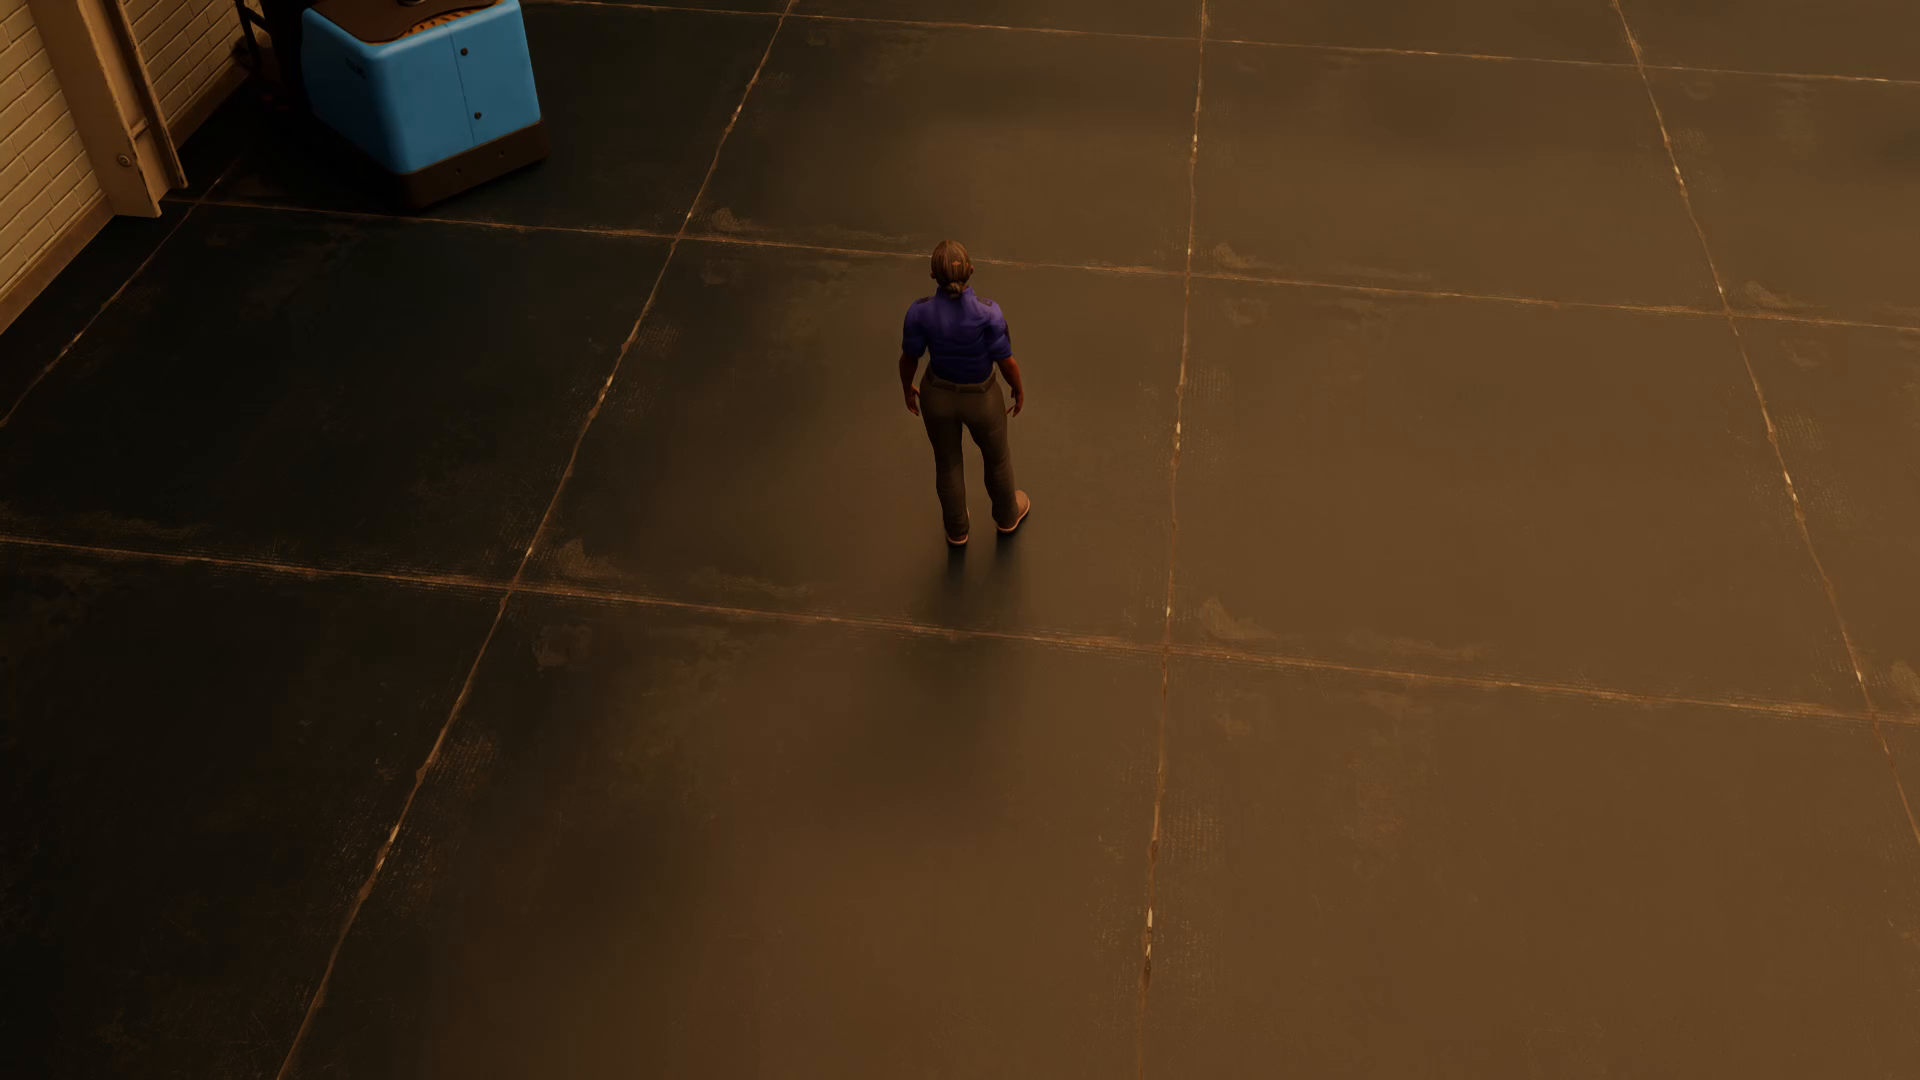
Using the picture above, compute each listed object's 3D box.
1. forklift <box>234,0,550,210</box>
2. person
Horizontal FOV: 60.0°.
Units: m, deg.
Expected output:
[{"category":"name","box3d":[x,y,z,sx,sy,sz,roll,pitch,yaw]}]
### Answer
[{"category":"forklift","box3d":[-3.954,-3.952,10.026,1.130,2.935,3.031,-33,52,-31]},{"category":"person","box3d":[0.032,-0.672,7.388,0.569,1.656,0.503,5,43,6]}]
